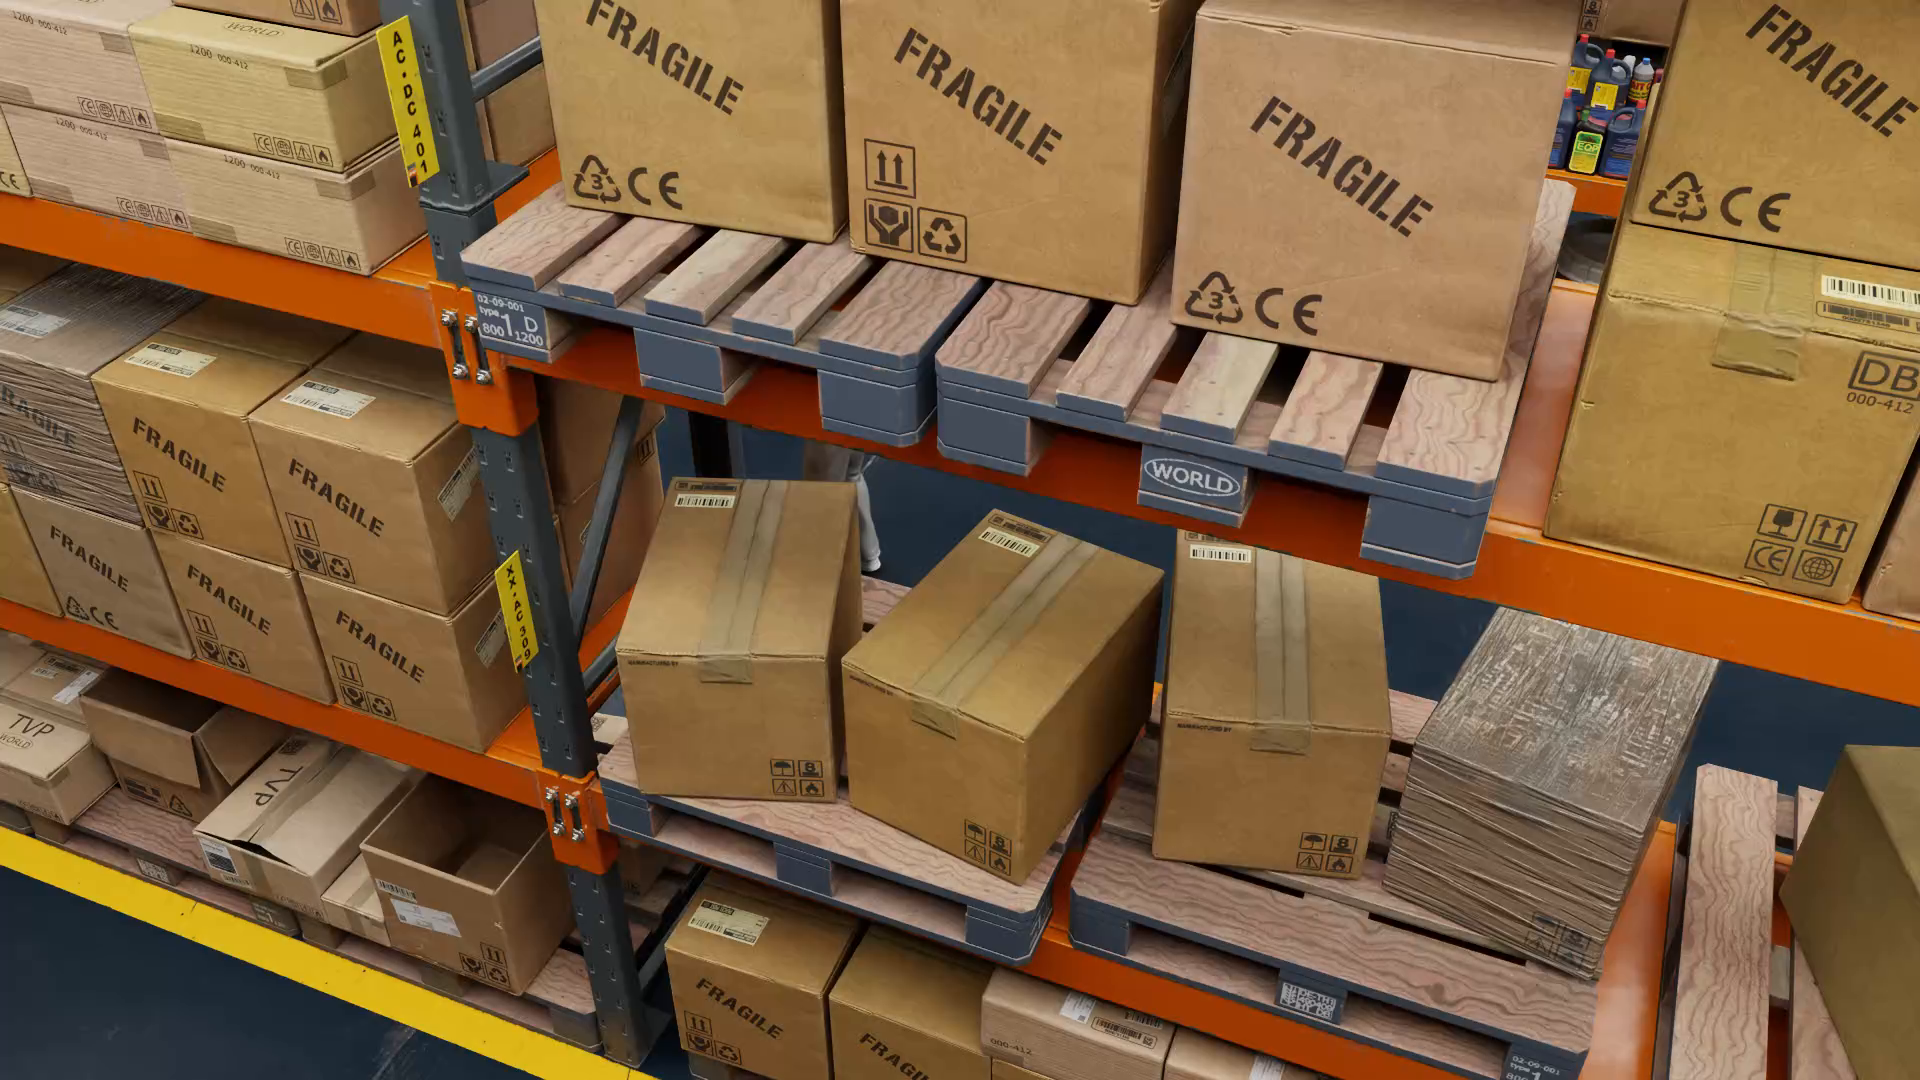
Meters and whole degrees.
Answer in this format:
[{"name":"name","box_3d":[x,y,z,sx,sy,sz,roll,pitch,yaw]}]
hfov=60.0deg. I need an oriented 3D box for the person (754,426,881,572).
[{"name":"person","box_3d":[-0.607,-0.510,6.828,0.514,1.664,0.410,13,40,17]}]
